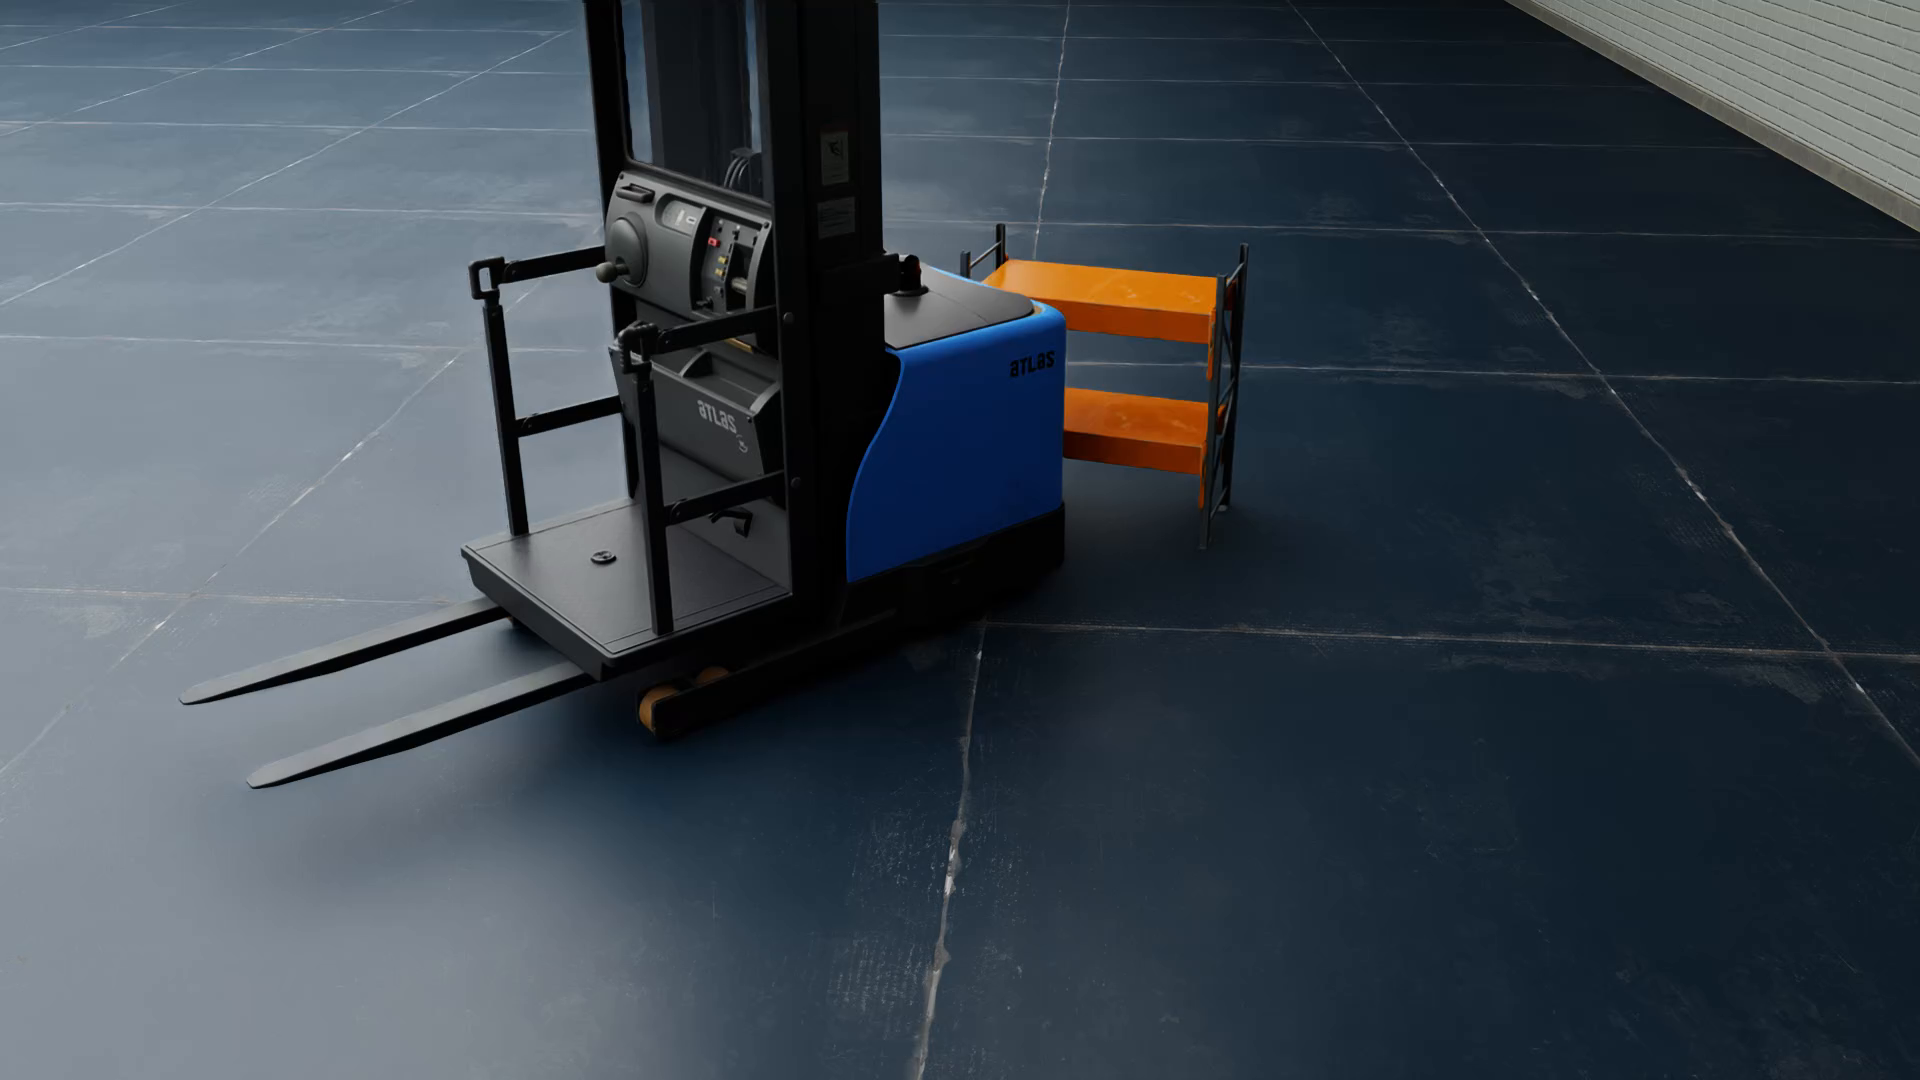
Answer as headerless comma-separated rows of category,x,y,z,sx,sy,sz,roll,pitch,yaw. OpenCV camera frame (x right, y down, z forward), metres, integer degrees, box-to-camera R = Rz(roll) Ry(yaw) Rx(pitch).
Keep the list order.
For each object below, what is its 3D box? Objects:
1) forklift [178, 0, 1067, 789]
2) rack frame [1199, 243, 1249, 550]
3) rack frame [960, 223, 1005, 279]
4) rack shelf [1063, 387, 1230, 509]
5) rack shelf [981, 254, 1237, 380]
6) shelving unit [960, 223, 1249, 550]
forklift,-1.053,-0.942,5.292,3.031,2.935,1.130,-19,31,-36
rack frame,1.055,-0.572,6.647,0.032,1.125,0.500,8,26,17
rack frame,0.094,-0.711,6.949,0.032,1.125,0.500,8,26,17
rack shelf,0.575,-0.419,6.900,1.000,0.278,0.538,8,26,17
rack shelf,0.575,-0.907,6.675,1.000,0.278,0.538,8,26,17
shelving unit,0.575,-0.641,6.798,1.048,1.125,0.538,8,26,17
